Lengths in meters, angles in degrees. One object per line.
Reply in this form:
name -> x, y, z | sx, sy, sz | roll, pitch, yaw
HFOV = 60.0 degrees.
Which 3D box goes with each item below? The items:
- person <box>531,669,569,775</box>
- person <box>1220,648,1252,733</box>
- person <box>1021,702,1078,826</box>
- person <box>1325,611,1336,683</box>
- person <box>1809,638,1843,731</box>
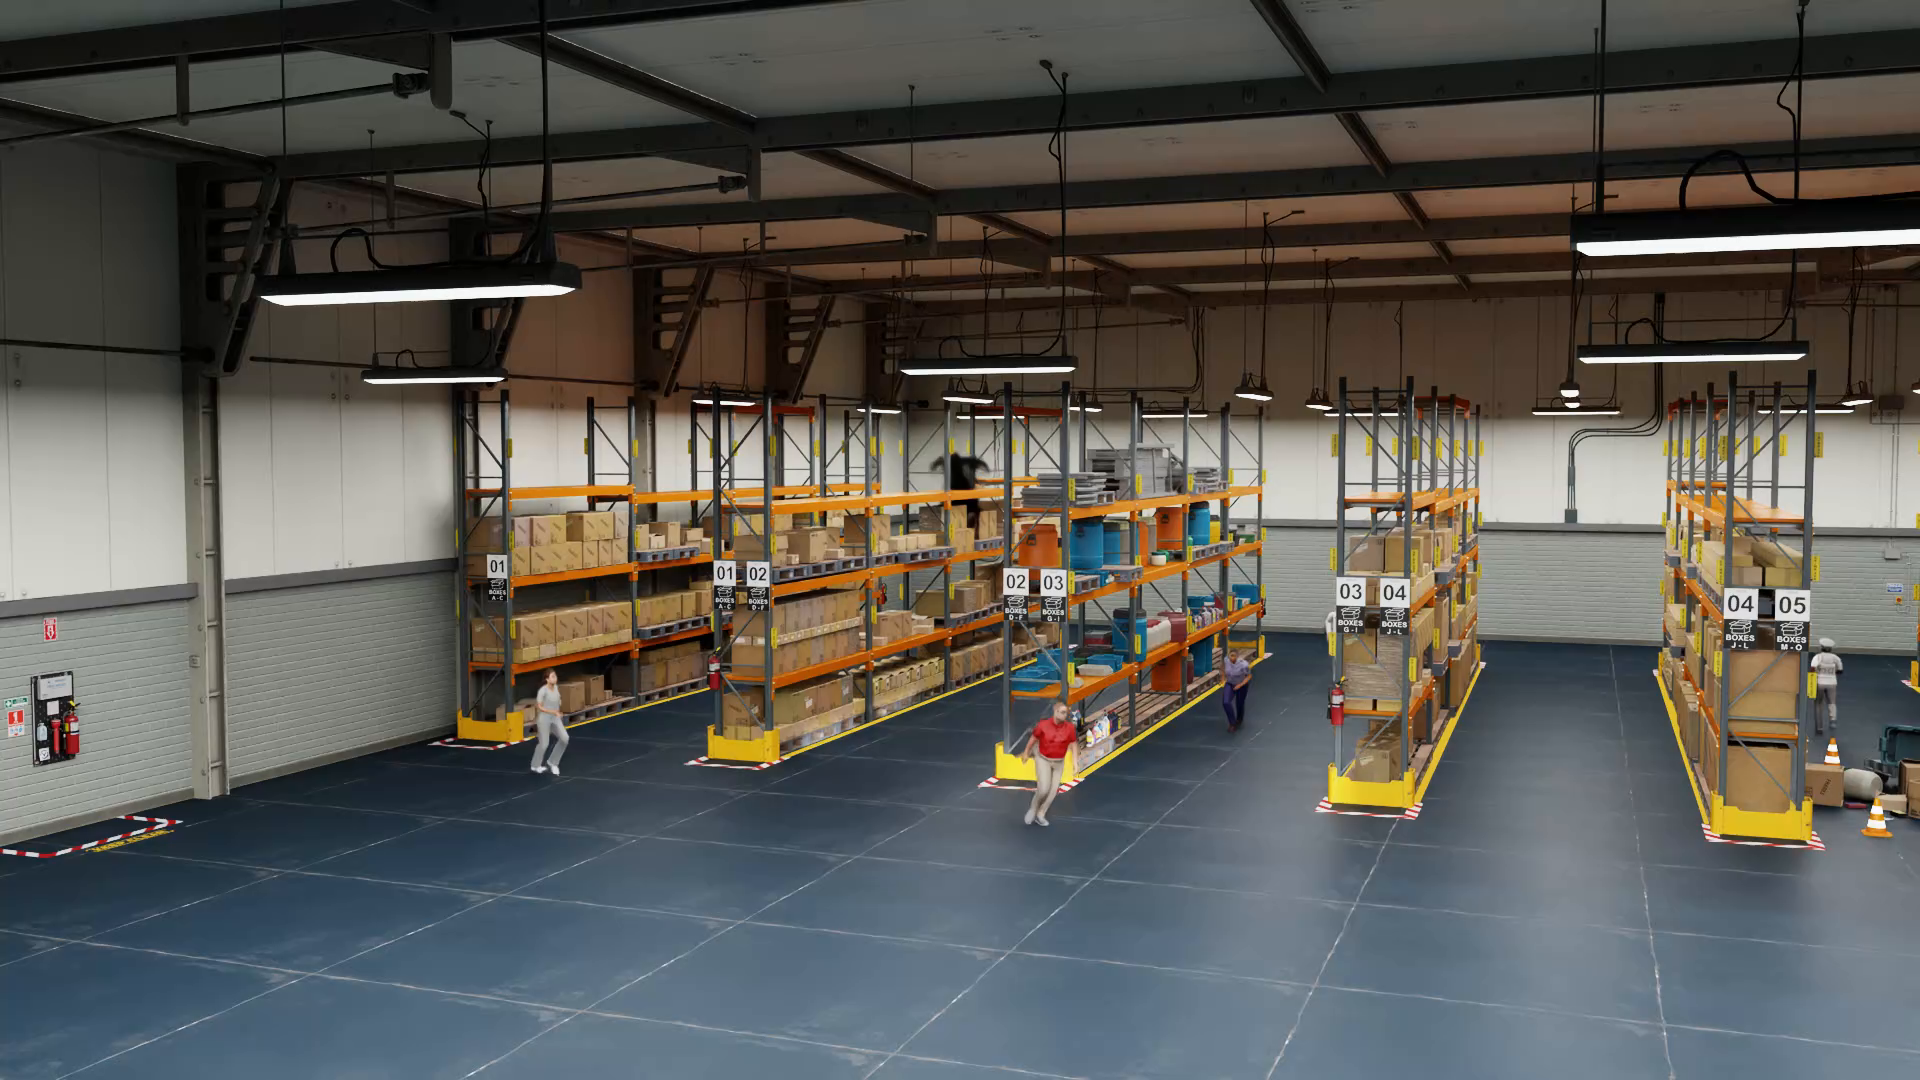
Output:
person -> -6.290, 2.782, 25.429 | 0.771, 1.646, 0.493 | 3, 4, 39
person -> 4.935, 2.620, 29.546 | 0.614, 1.502, 0.977 | 1, 3, 23
person -> 1.208, 2.954, 21.943 | 0.670, 1.669, 0.687 | -1, 3, -21
person -> 8.135, 2.170, 35.418 | 0.653, 1.791, 0.765 | 0, 3, 8
person -> 15.190, 2.551, 29.194 | 0.574, 1.660, 0.866 | 1, 3, 19
